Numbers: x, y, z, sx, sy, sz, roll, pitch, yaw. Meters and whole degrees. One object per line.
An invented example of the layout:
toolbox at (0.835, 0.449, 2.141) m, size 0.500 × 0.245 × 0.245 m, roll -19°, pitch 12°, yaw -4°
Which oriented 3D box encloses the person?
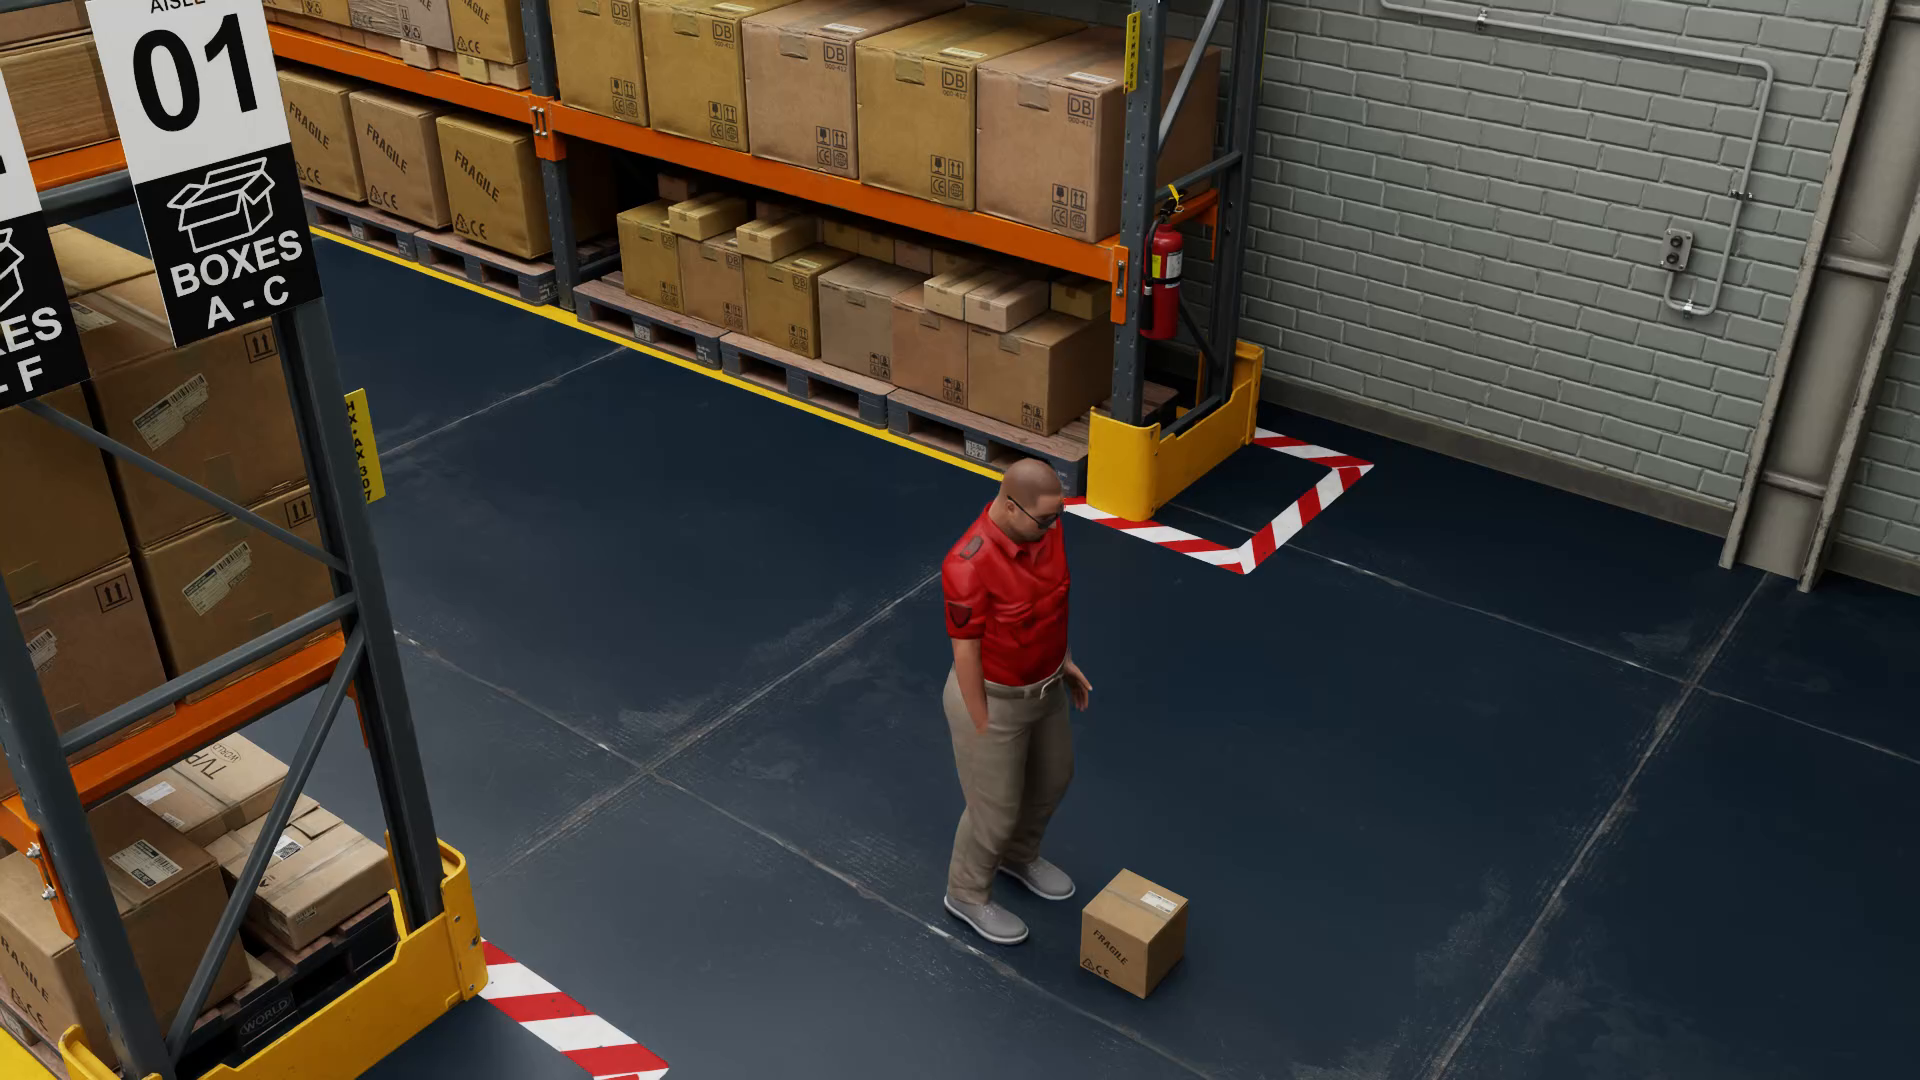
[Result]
person at (0.178, 0.496, 5.342) m, size 0.365 × 1.715 × 0.538 m, roll 22°, pitch 37°, yaw 32°
